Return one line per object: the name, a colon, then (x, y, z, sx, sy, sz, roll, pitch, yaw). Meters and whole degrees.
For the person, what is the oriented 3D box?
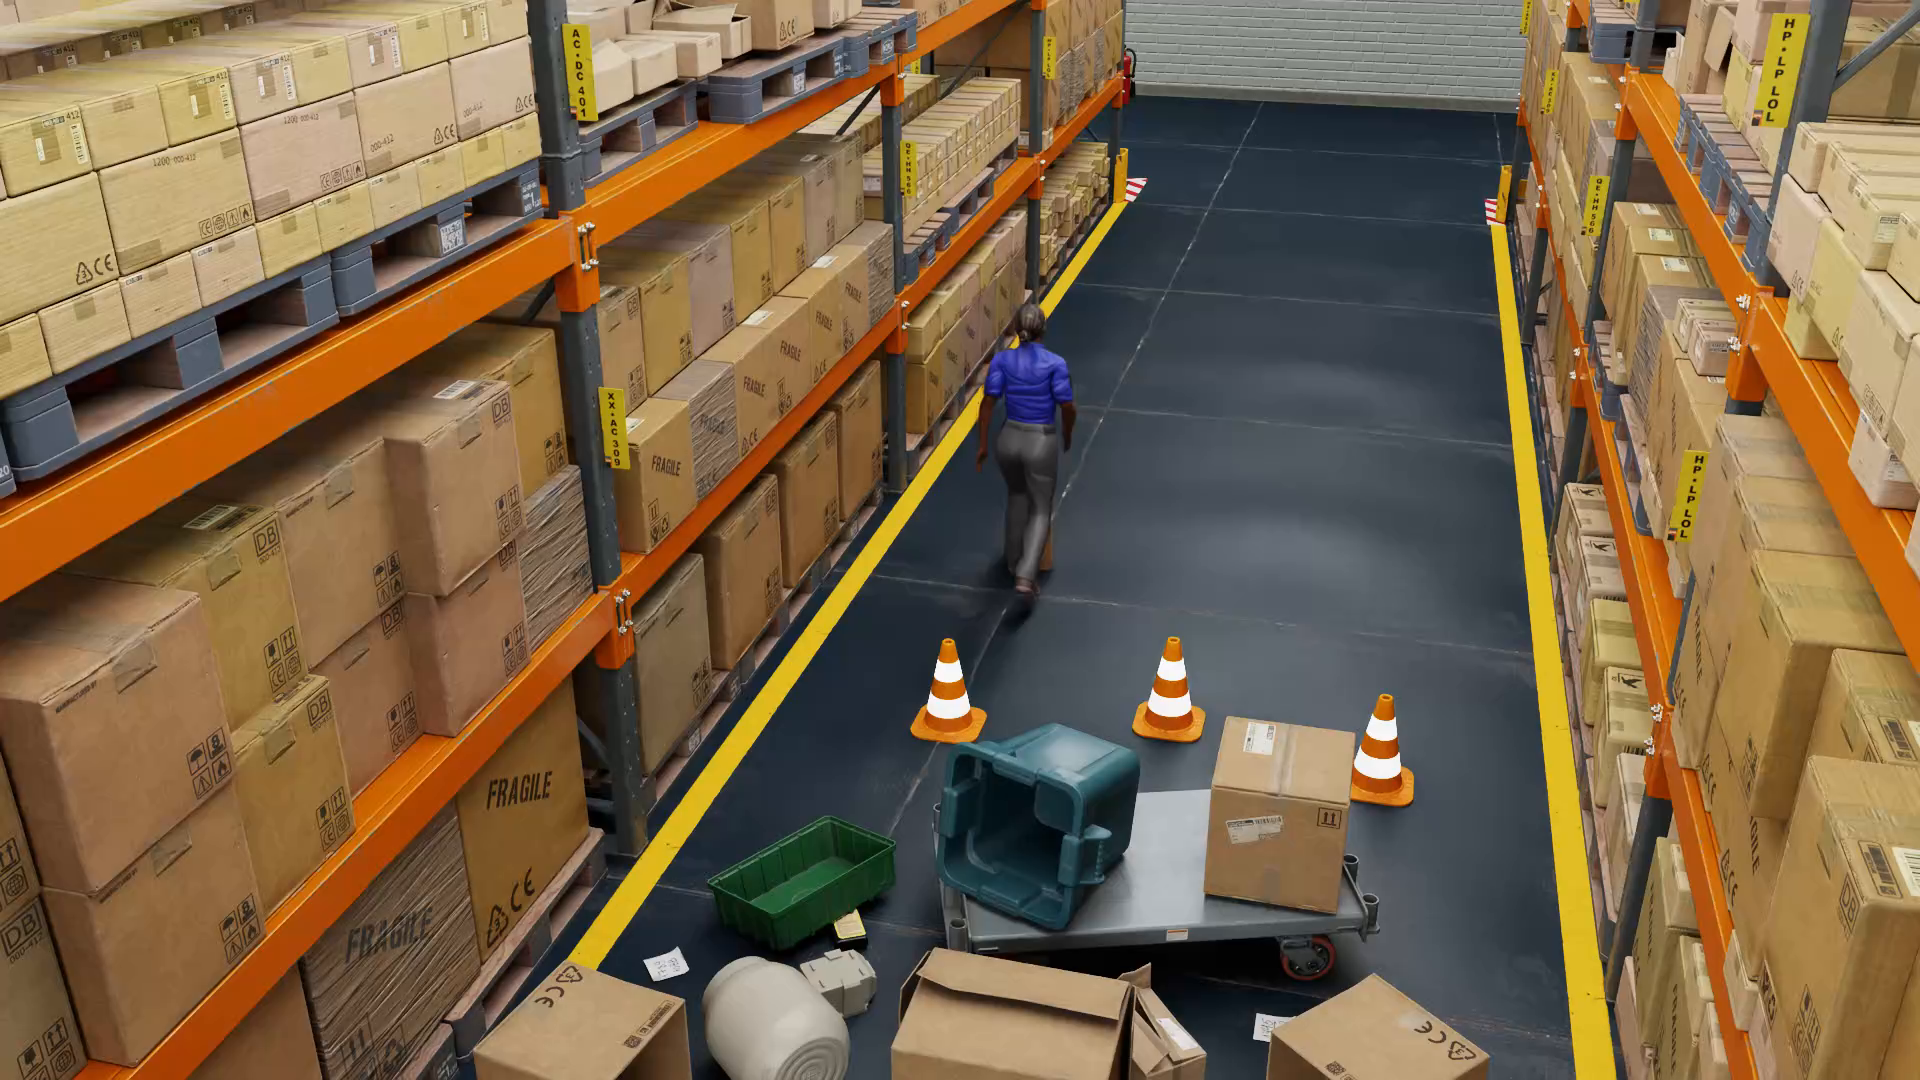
person: (0.331, -0.460, 9.118, 0.535, 1.602, 0.760, 10, 27, 20)
